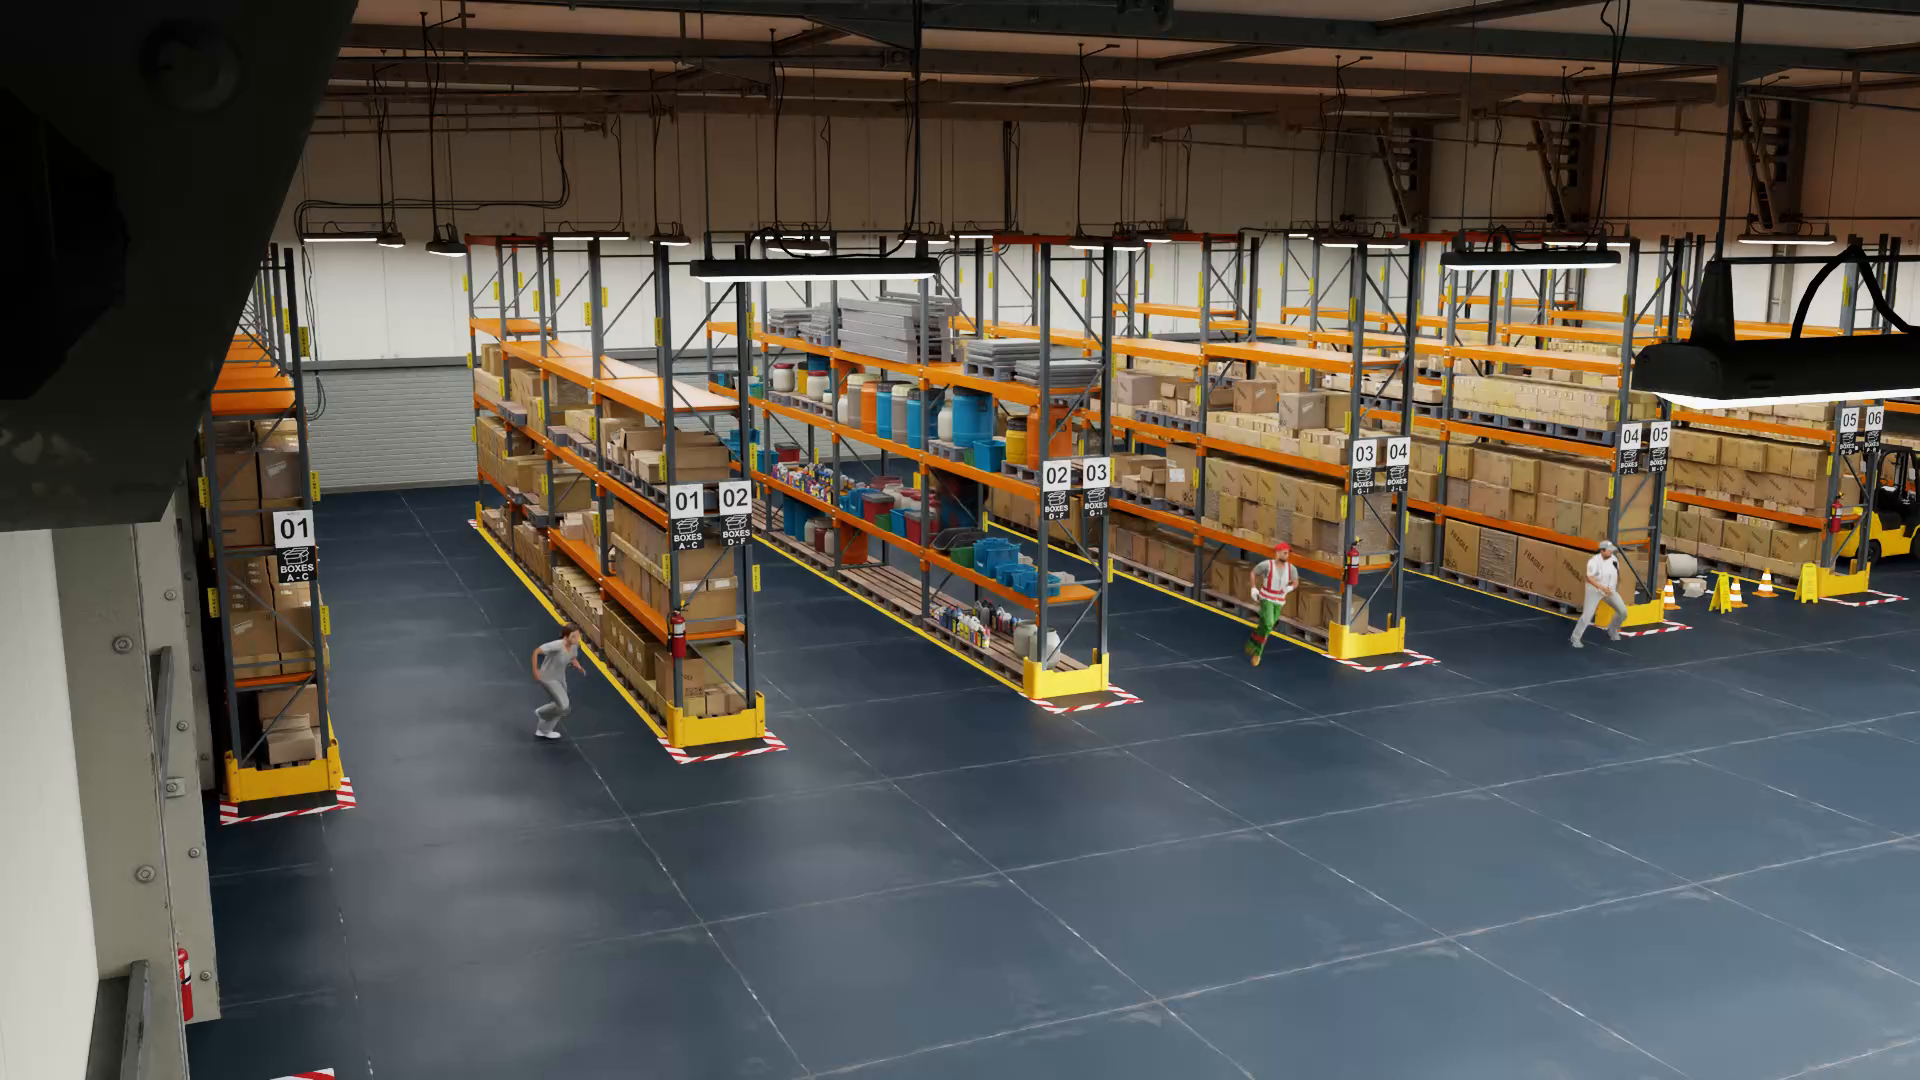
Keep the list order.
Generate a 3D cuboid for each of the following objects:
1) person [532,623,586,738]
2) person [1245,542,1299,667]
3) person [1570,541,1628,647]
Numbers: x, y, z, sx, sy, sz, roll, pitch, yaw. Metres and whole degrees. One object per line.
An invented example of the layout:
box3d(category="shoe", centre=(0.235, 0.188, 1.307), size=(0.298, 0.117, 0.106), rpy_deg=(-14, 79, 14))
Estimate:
box3d(category="person", centre=(-4.921, 1.736, 20.272), size=(0.776, 1.500, 0.597), rpy_deg=(6, 13, 30))
box3d(category="person", centre=(4.444, 0.877, 23.987), size=(0.821, 1.718, 0.744), rpy_deg=(-4, 12, -19))
box3d(category="person", centre=(9.620, 0.789, 24.984), size=(0.849, 1.595, 0.563), rpy_deg=(-3, 11, -14))
